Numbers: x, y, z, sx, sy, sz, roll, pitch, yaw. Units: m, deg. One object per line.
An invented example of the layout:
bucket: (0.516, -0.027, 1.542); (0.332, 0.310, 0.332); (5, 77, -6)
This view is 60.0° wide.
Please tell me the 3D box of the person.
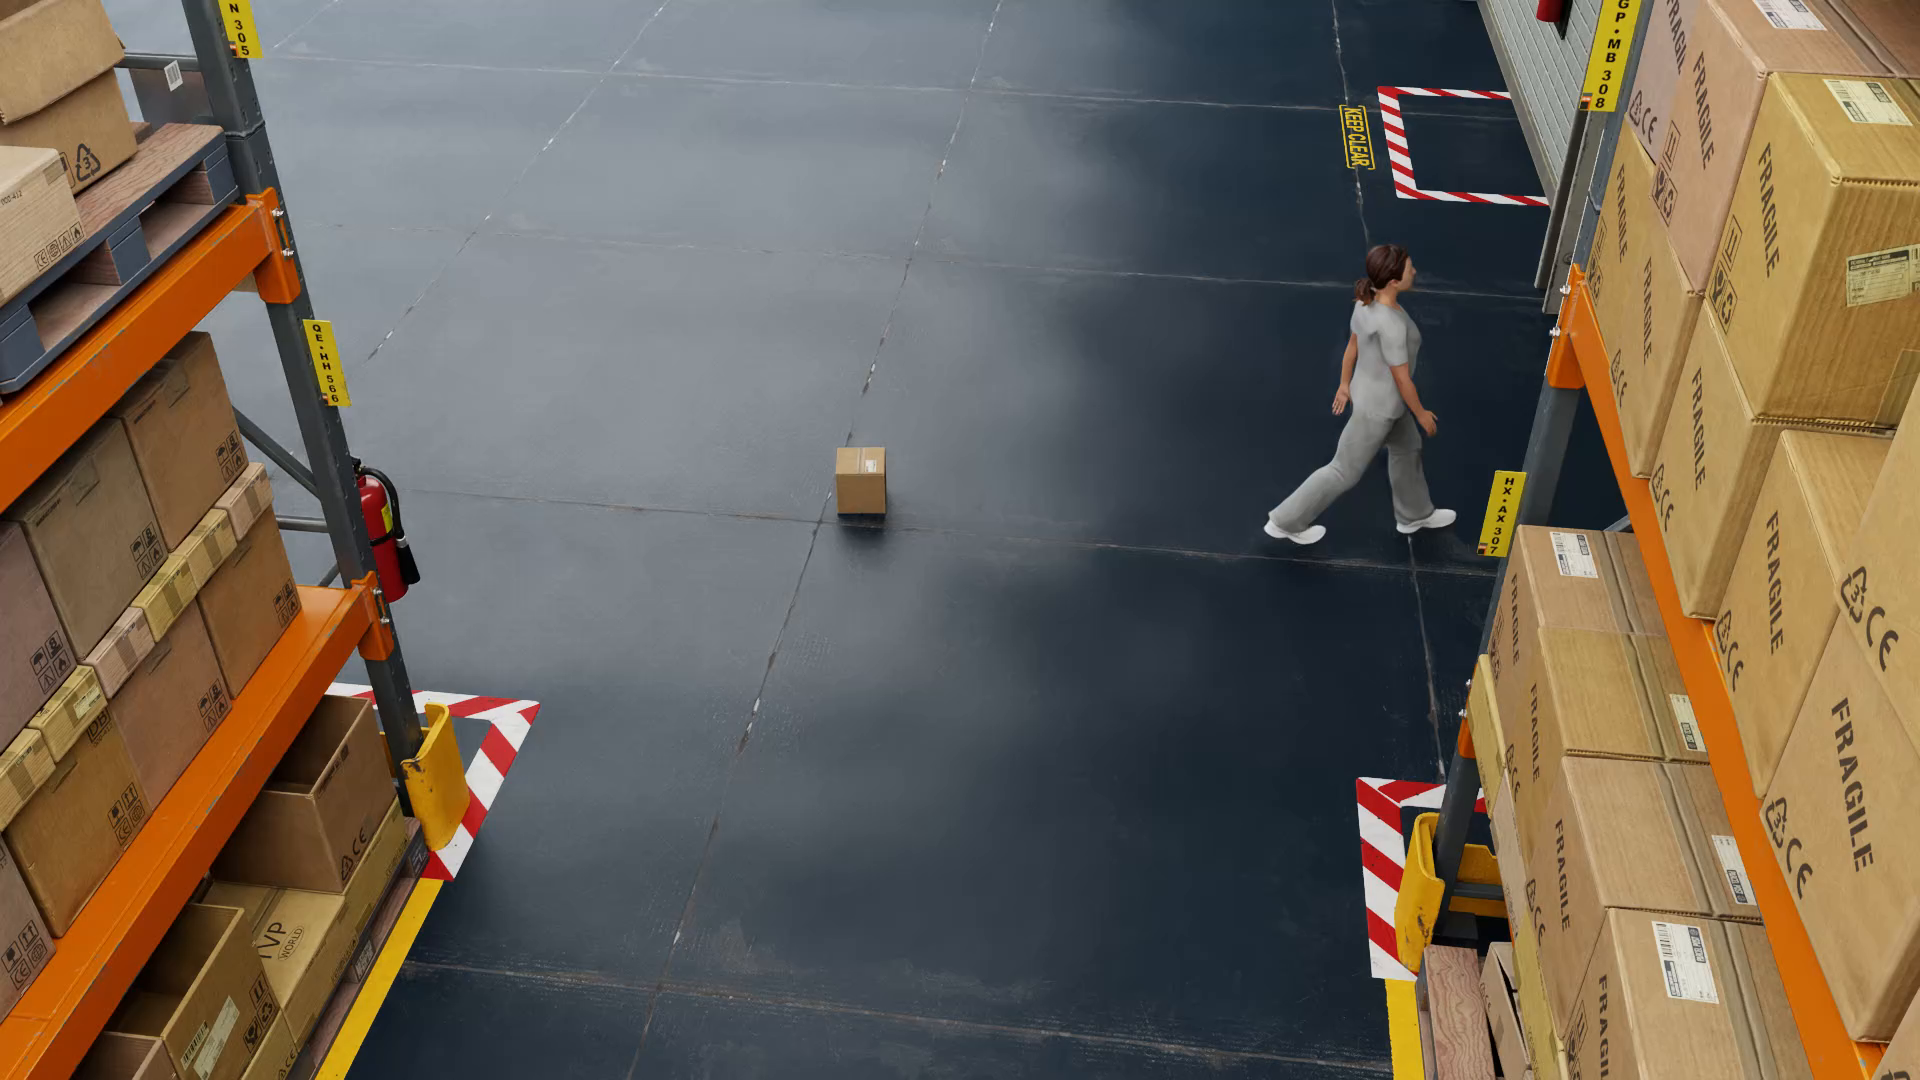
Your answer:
person: (2.025, -0.662, 7.951); (1.005, 1.616, 0.440); (0, 36, 0)
